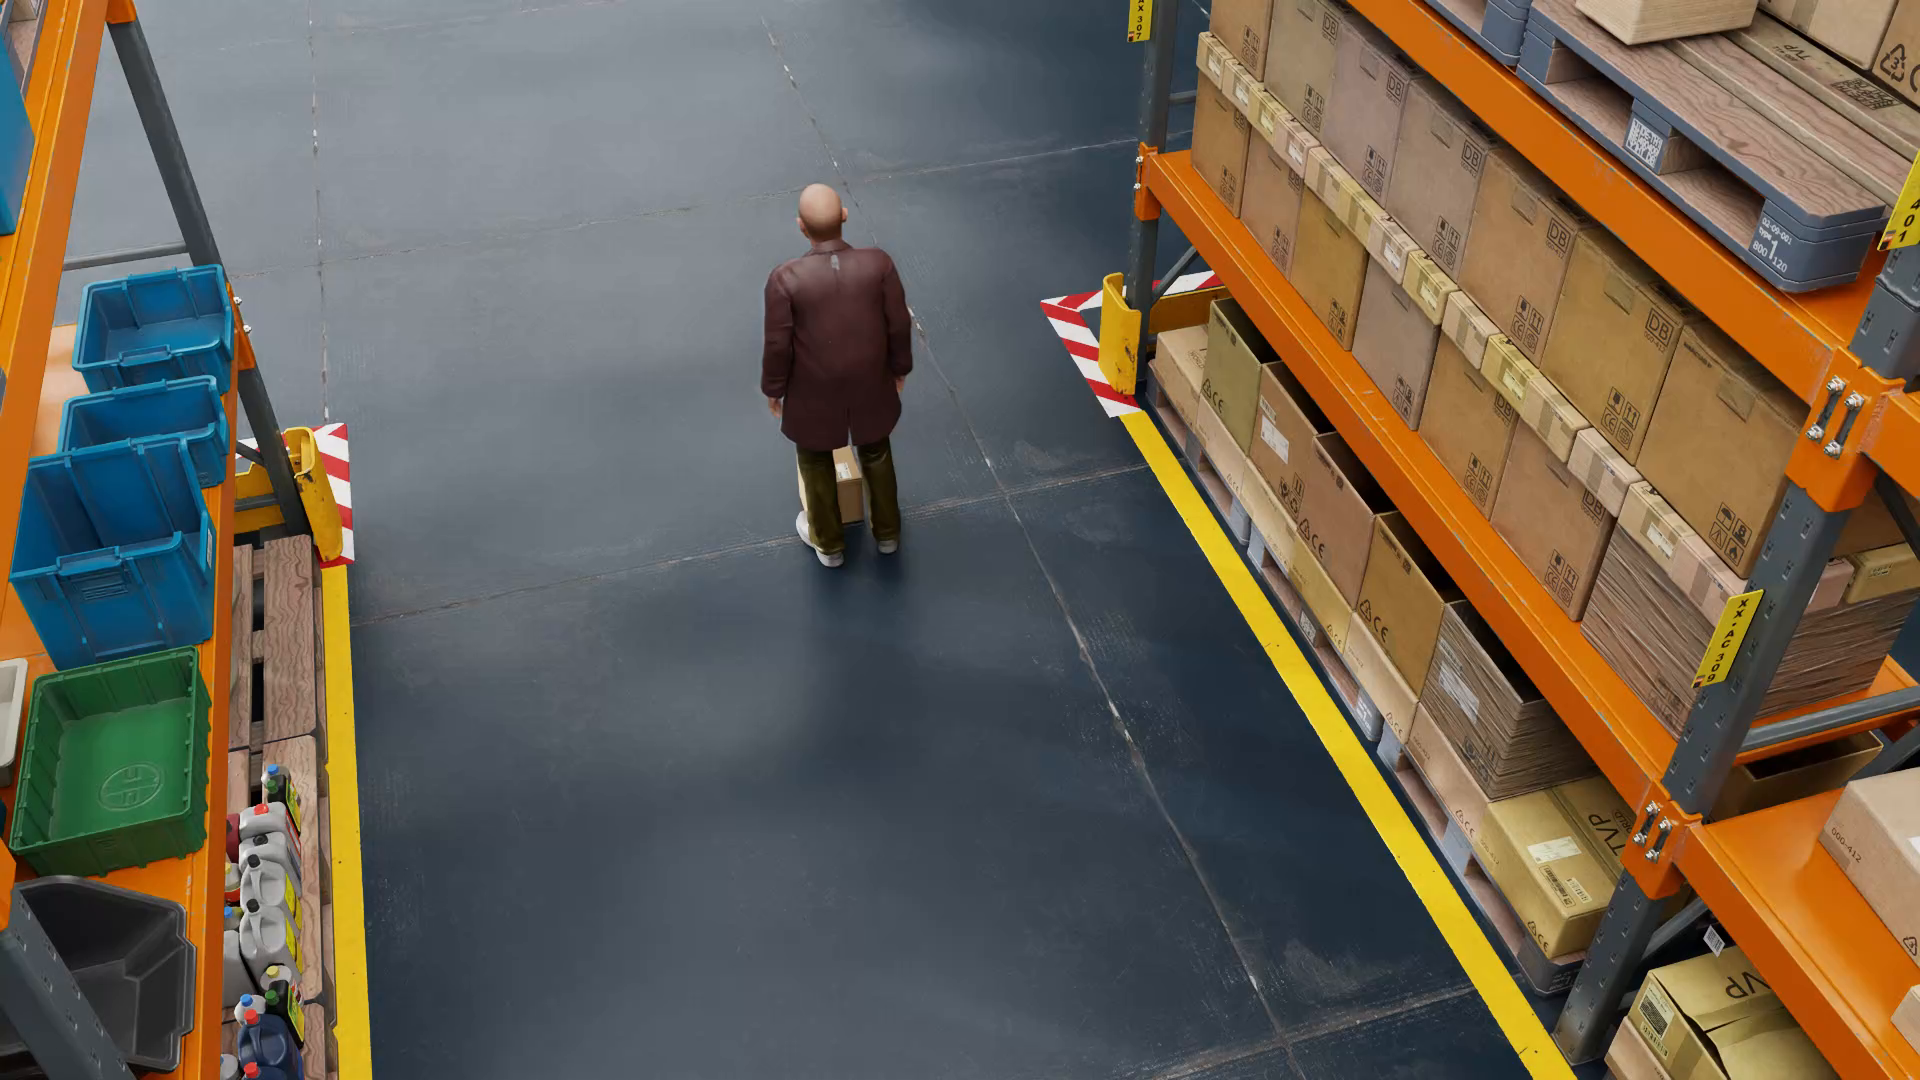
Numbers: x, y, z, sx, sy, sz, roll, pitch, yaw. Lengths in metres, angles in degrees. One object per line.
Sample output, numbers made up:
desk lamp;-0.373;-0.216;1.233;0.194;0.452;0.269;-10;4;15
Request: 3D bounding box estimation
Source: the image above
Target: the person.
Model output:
person;-0.506;-0.659;6.911;0.644;1.774;0.427;-12;43;-13
